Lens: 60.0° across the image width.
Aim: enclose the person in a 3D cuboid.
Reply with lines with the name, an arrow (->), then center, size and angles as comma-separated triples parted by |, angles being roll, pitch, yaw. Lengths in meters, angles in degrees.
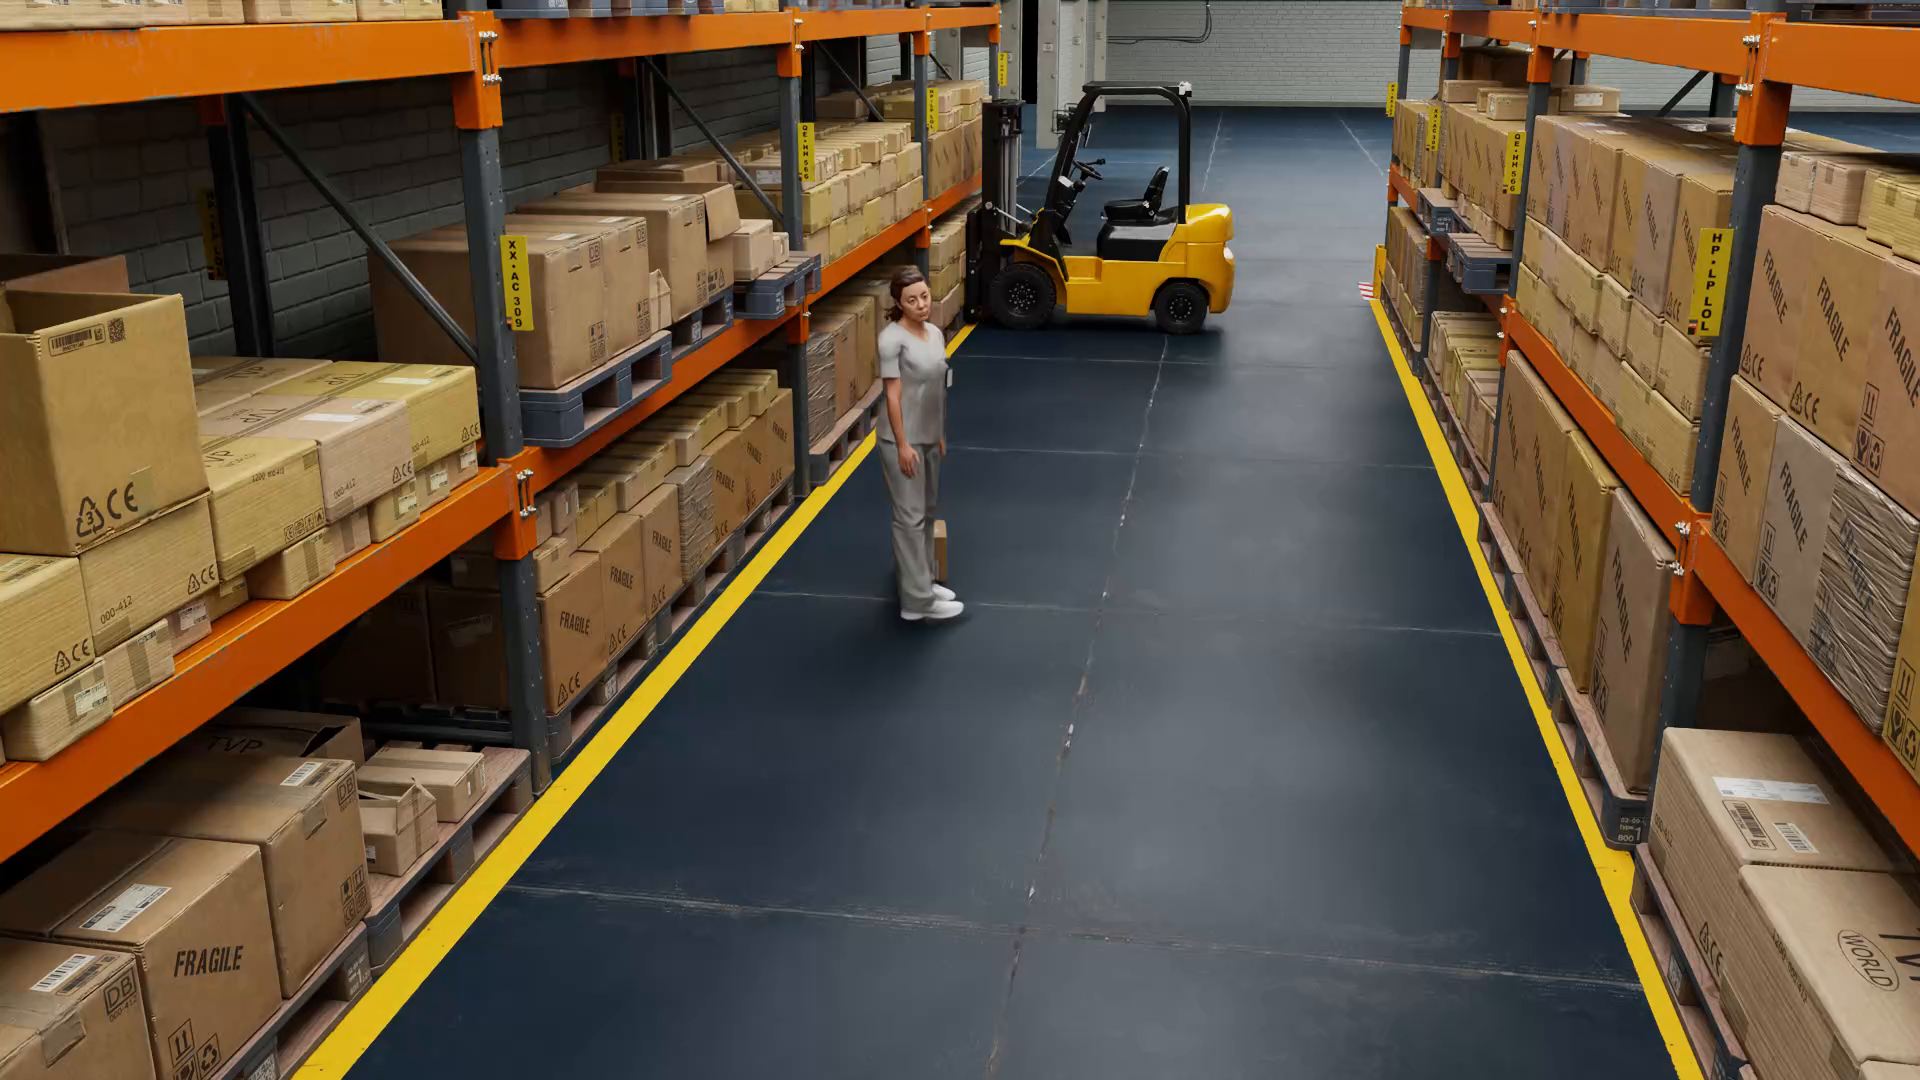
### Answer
person -> -0.165, -0.458, 7.898 | 0.479, 1.675, 0.461 | 12, 22, 34
